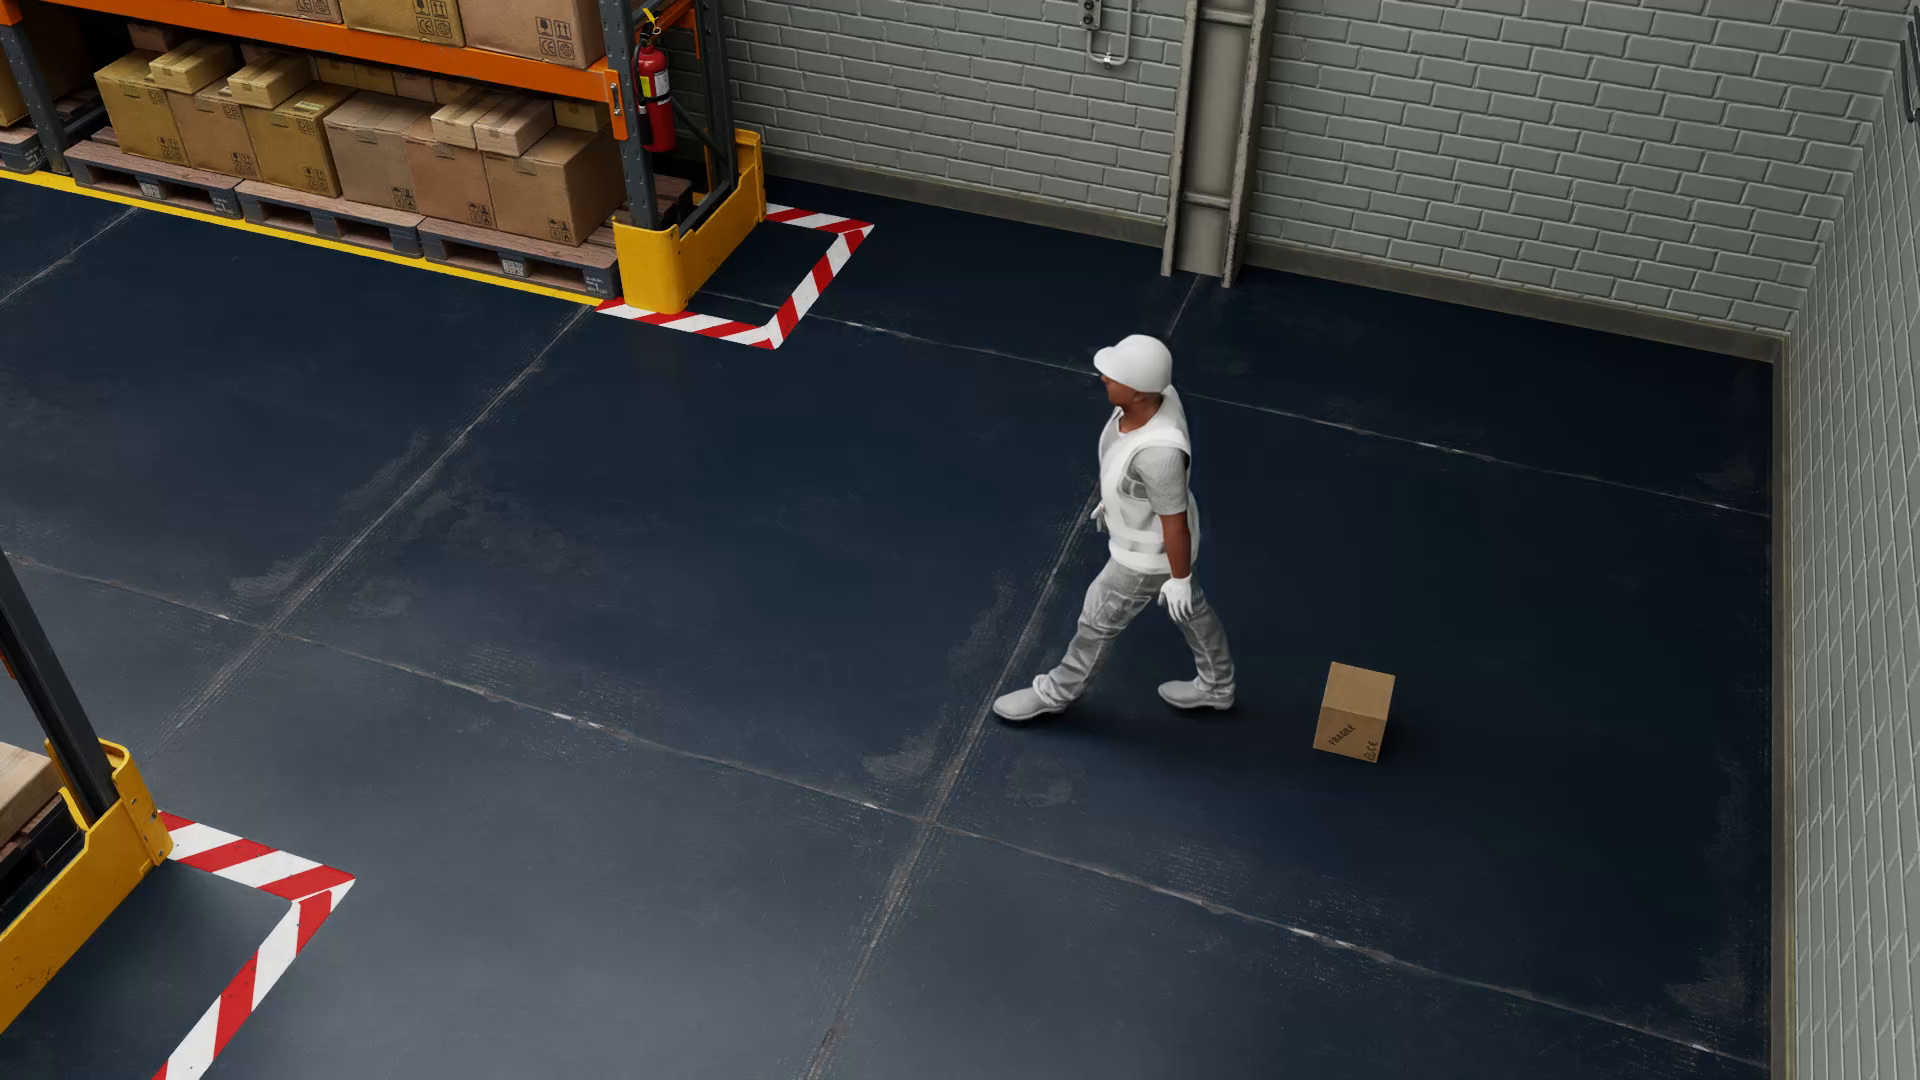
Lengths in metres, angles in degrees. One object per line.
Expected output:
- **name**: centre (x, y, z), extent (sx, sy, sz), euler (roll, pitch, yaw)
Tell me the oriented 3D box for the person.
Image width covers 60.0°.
- **person**: centre (0.628, -0.027, 6.158), extent (0.954, 1.724, 0.592), euler (6, 41, 7)
